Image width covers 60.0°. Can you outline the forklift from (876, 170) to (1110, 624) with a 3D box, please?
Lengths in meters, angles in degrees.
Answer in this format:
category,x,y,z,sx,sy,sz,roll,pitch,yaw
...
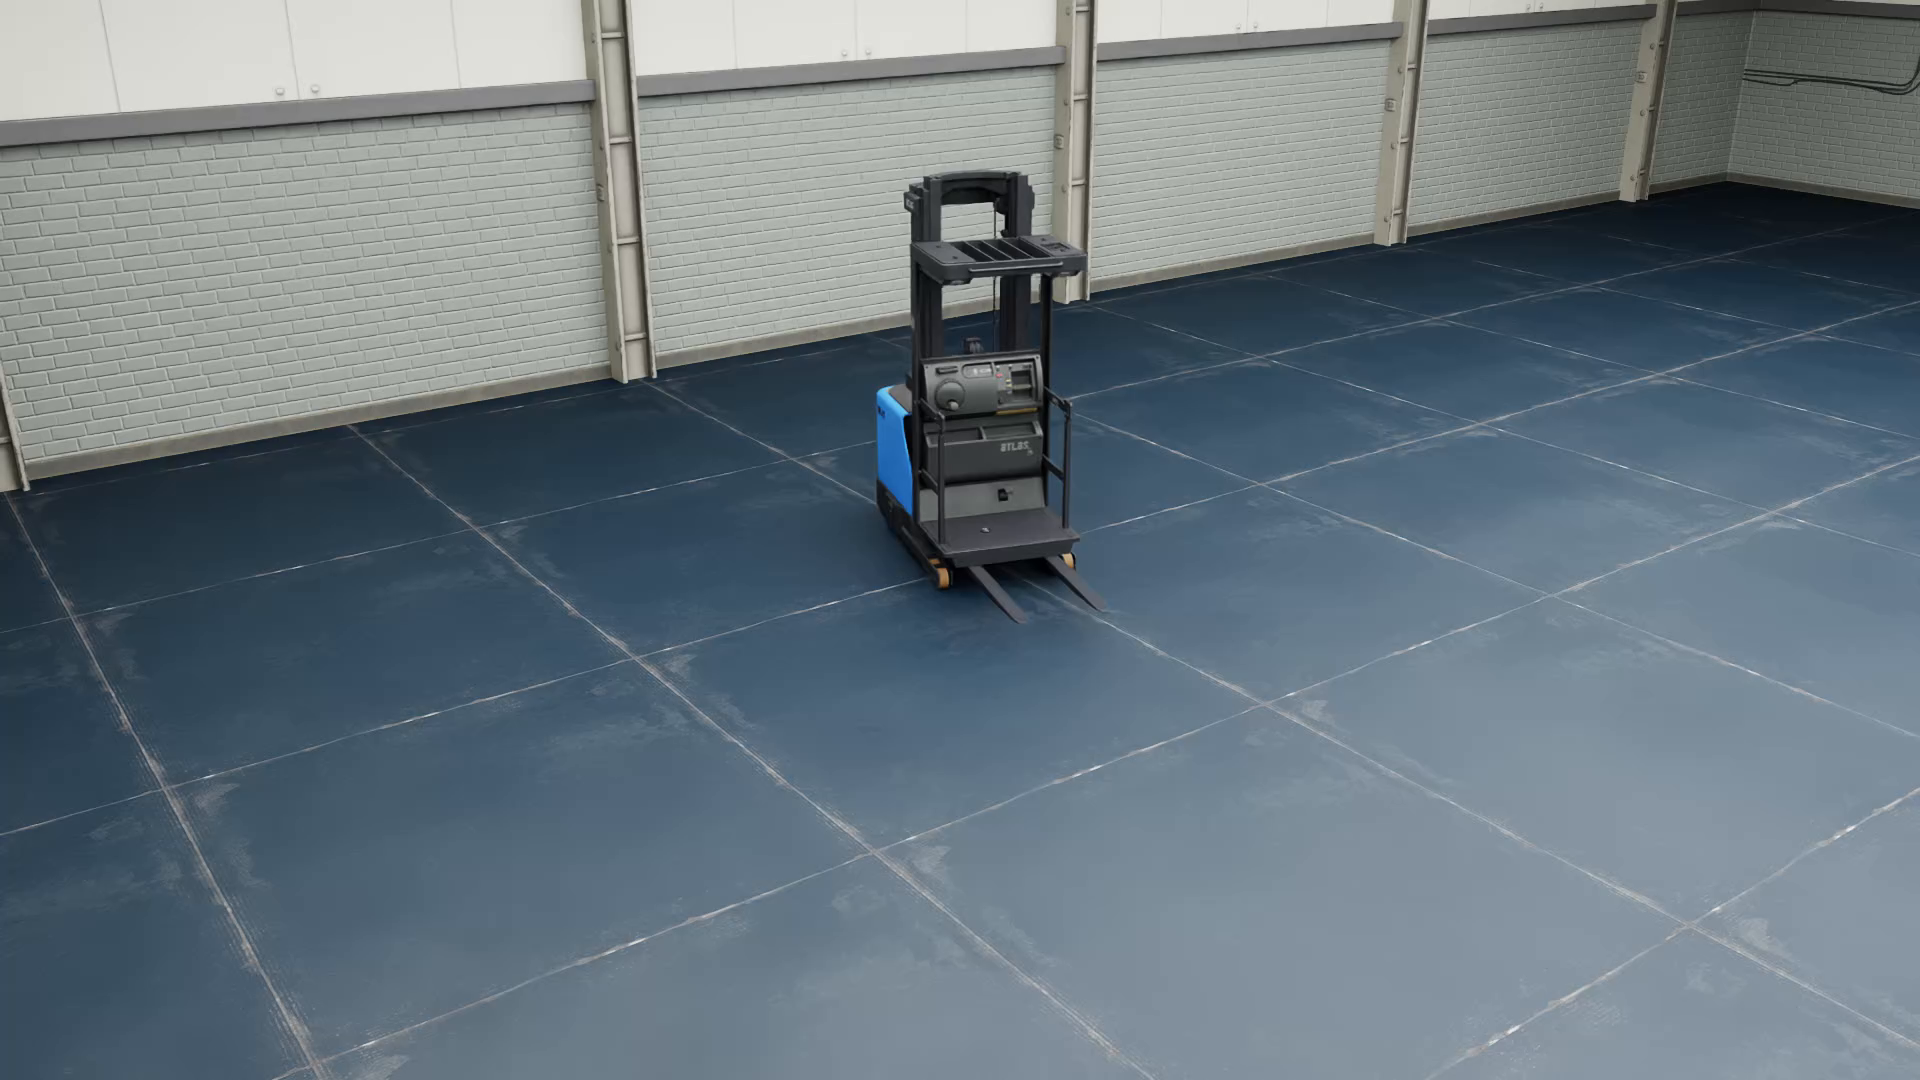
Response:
category,x,y,z,sx,sy,sz,roll,pitch,yaw
forklift,0.248,-1.157,12.340,1.130,2.935,3.031,-7,23,-17

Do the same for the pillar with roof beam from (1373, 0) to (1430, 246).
category,x,y,z,sx,sy,sz,roll,pitch,yaw
pillar with roof beam,8.774,-7.222,19.352,0.400,9.000,9.100,-15,26,-33

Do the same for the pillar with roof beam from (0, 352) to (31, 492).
category,x,y,z,sx,sy,sz,roll,pitch,yaw
pillar with roof beam,-5.837,-3.326,9.589,0.400,9.000,9.100,-15,26,-33

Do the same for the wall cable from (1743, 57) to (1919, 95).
category,x,y,z,sx,sy,sz,roll,pitch,yaw
wall cable,14.294,-8.613,27.029,0.112,2.526,3.097,-15,26,-33

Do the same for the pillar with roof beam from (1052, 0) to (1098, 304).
category,x,y,z,sx,sy,sz,roll,pitch,yaw
pillar with roof beam,3.904,-5.923,16.098,0.400,9.000,9.100,-15,26,-33

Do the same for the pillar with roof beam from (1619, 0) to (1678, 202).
category,x,y,z,sx,sy,sz,roll,pitch,yaw
pillar with roof beam,13.645,-8.520,22.607,0.400,9.000,9.100,-15,26,-33

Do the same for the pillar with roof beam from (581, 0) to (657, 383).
category,x,y,z,sx,sy,sz,roll,pitch,yaw
pillar with roof beam,-0.967,-4.624,12.843,0.400,9.000,9.100,-15,26,-33
